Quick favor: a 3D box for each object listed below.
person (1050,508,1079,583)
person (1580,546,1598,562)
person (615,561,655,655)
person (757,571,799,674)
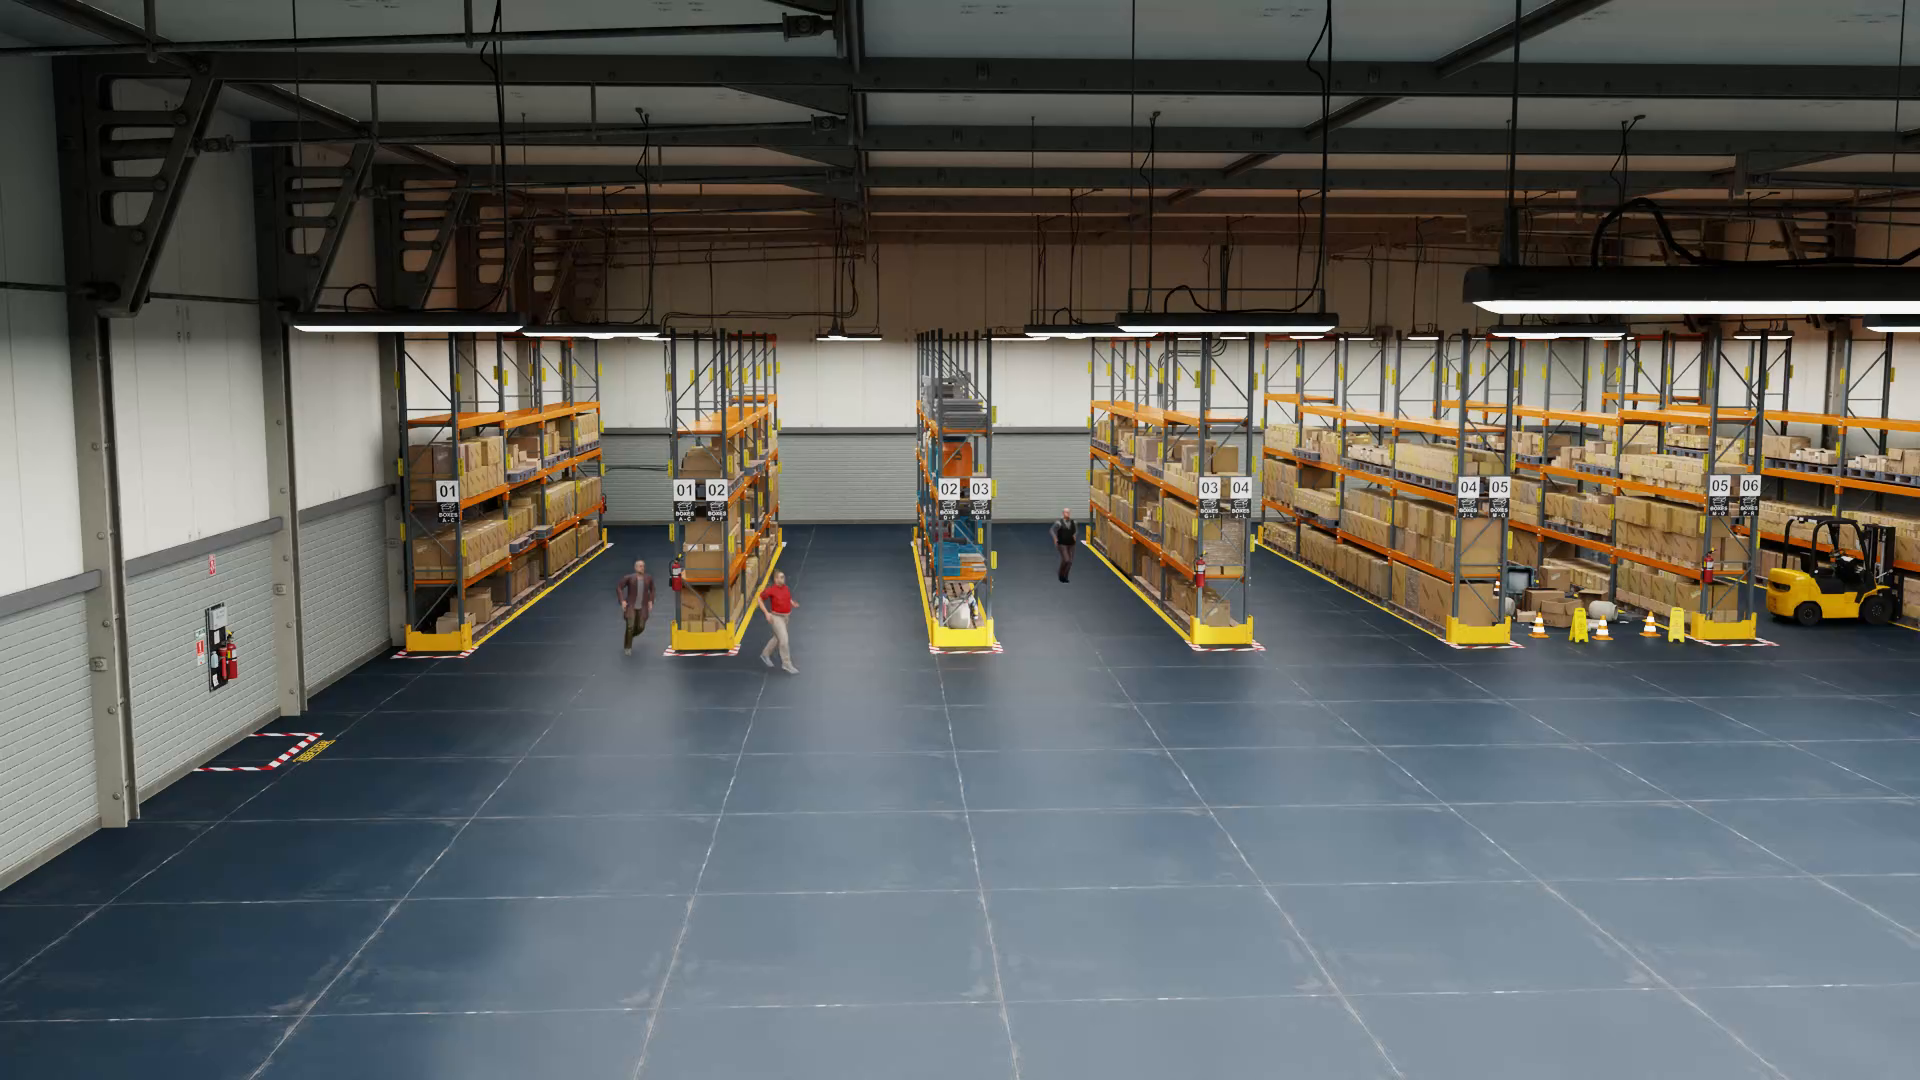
[{"bbox_3d":[2.432,0.137,37.837,0.644,1.702,0.592,-2,7,-20],"label":"person"},{"bbox_3d":[16.238,-0.152,42.998,0.568,1.587,0.853,-1,7,-11],"label":"person"},{"bbox_3d":[-6.012,1.249,30.942,0.763,1.731,0.546,-3,7,-25],"label":"person"},{"bbox_3d":[-3.171,1.422,29.142,0.908,1.758,0.654,3,8,27],"label":"person"}]
